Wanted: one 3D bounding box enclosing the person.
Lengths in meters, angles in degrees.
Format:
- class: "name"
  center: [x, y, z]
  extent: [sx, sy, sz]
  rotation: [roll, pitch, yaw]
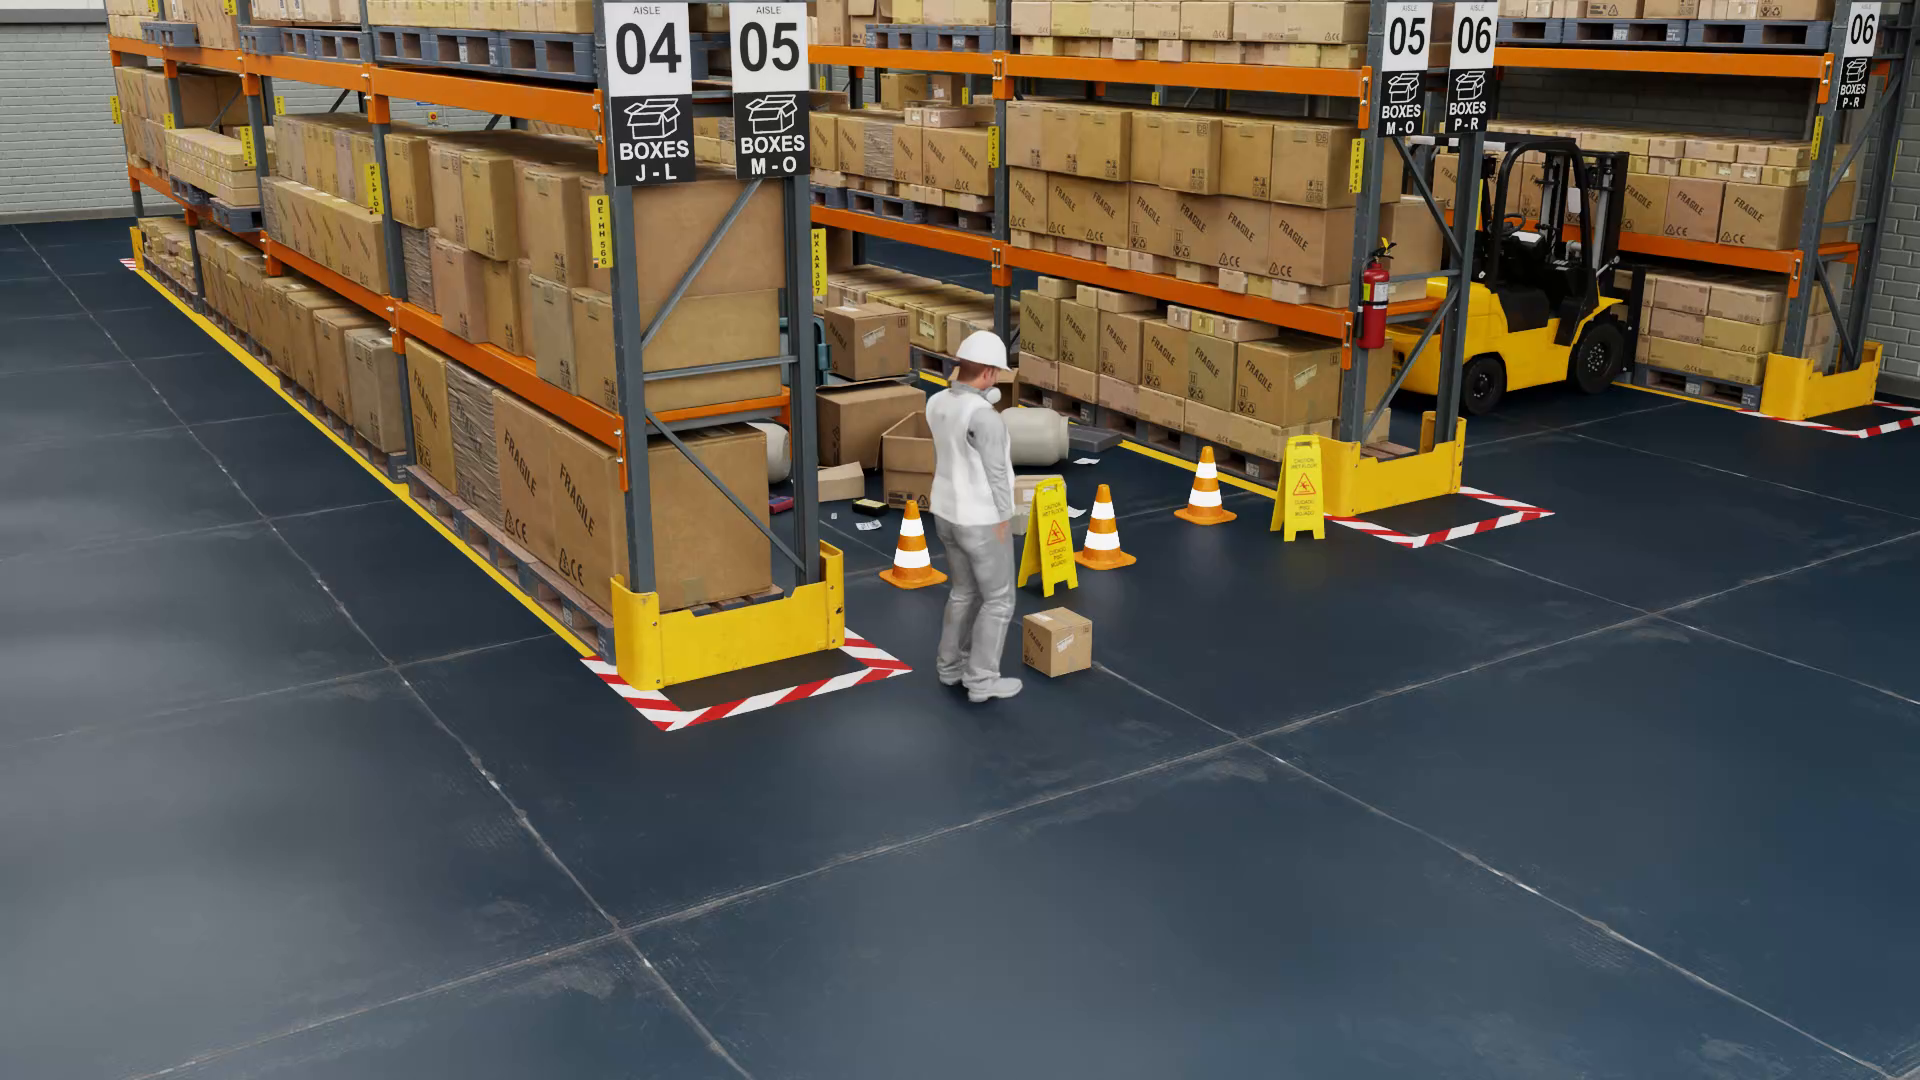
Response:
- class: "person"
  center: [0.068, -0.122, 7.929]
  extent: [0.389, 1.757, 0.540]
  rotation: [-11, 21, -30]
